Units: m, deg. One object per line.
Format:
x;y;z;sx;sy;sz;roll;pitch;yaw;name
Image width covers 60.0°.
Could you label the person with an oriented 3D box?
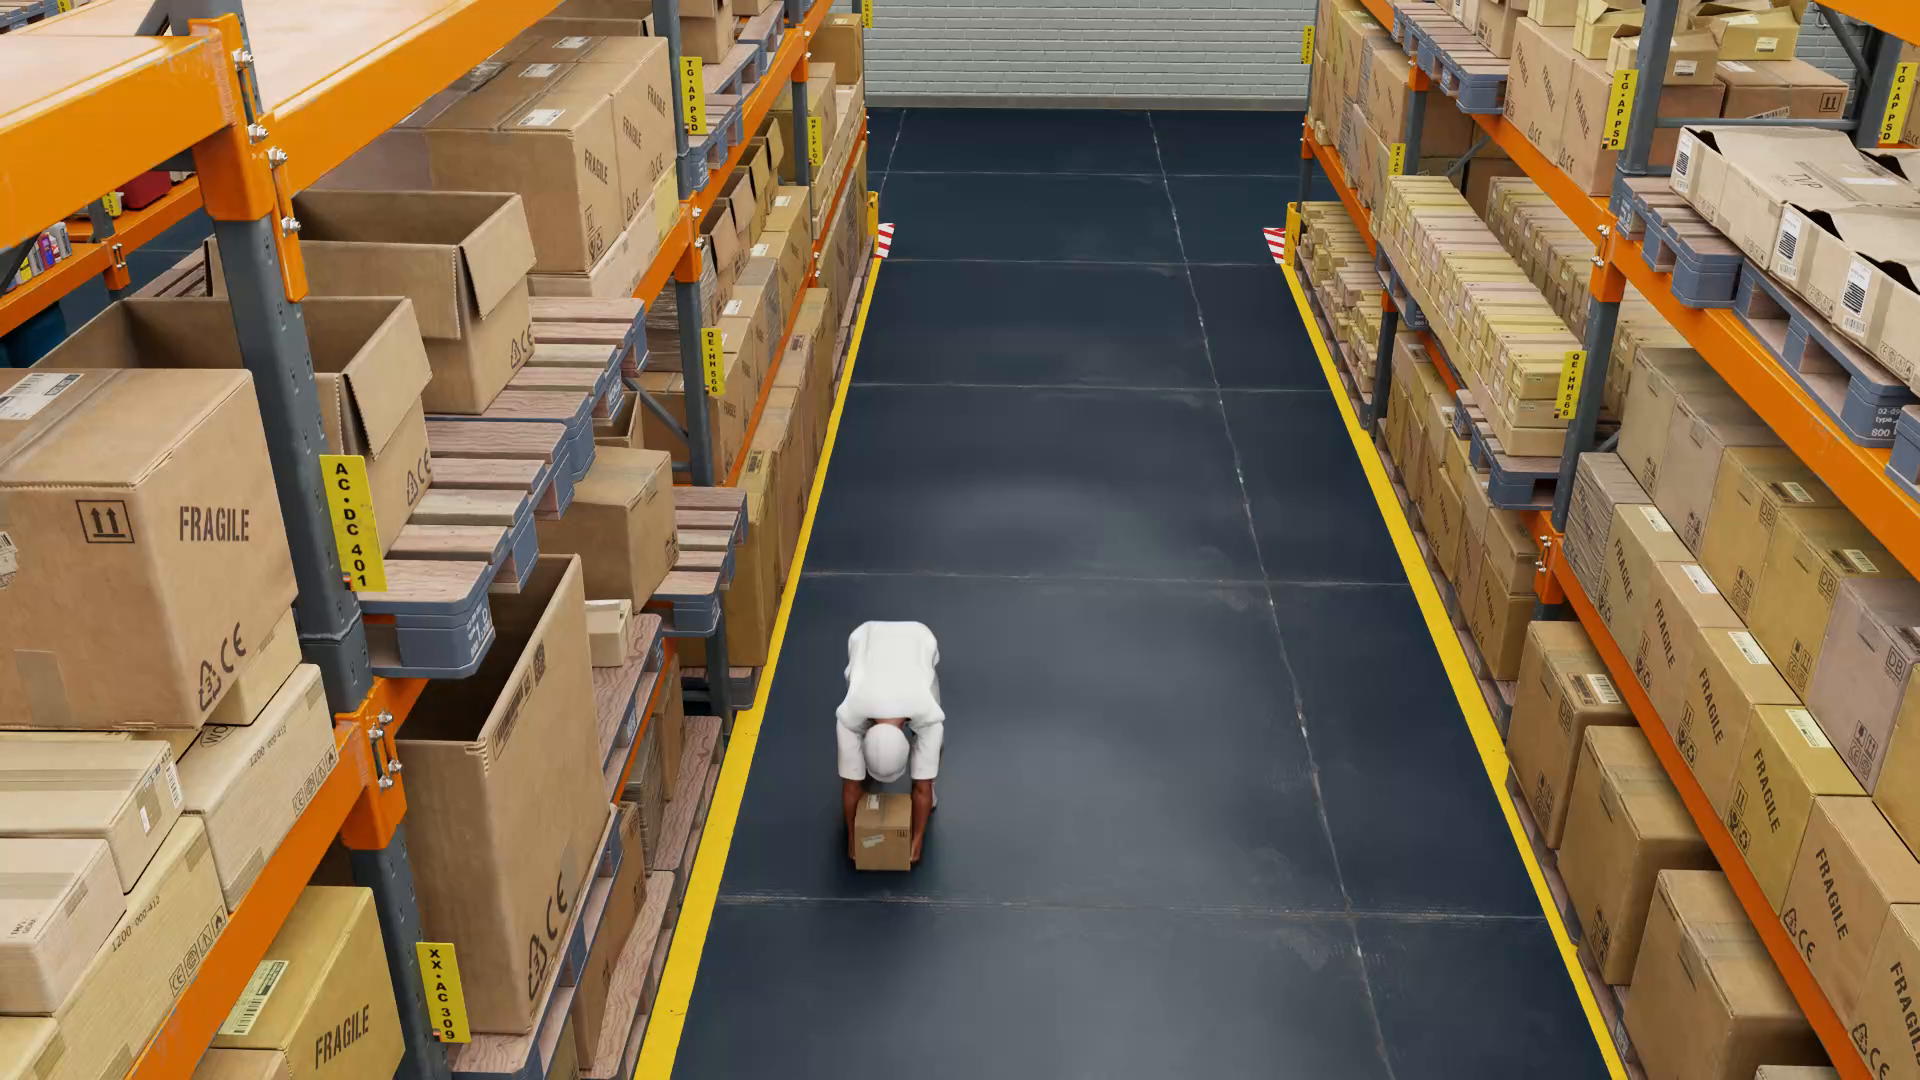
-0.318;0.920;7.749;0.511;0.925;0.975;1;28;2;person
